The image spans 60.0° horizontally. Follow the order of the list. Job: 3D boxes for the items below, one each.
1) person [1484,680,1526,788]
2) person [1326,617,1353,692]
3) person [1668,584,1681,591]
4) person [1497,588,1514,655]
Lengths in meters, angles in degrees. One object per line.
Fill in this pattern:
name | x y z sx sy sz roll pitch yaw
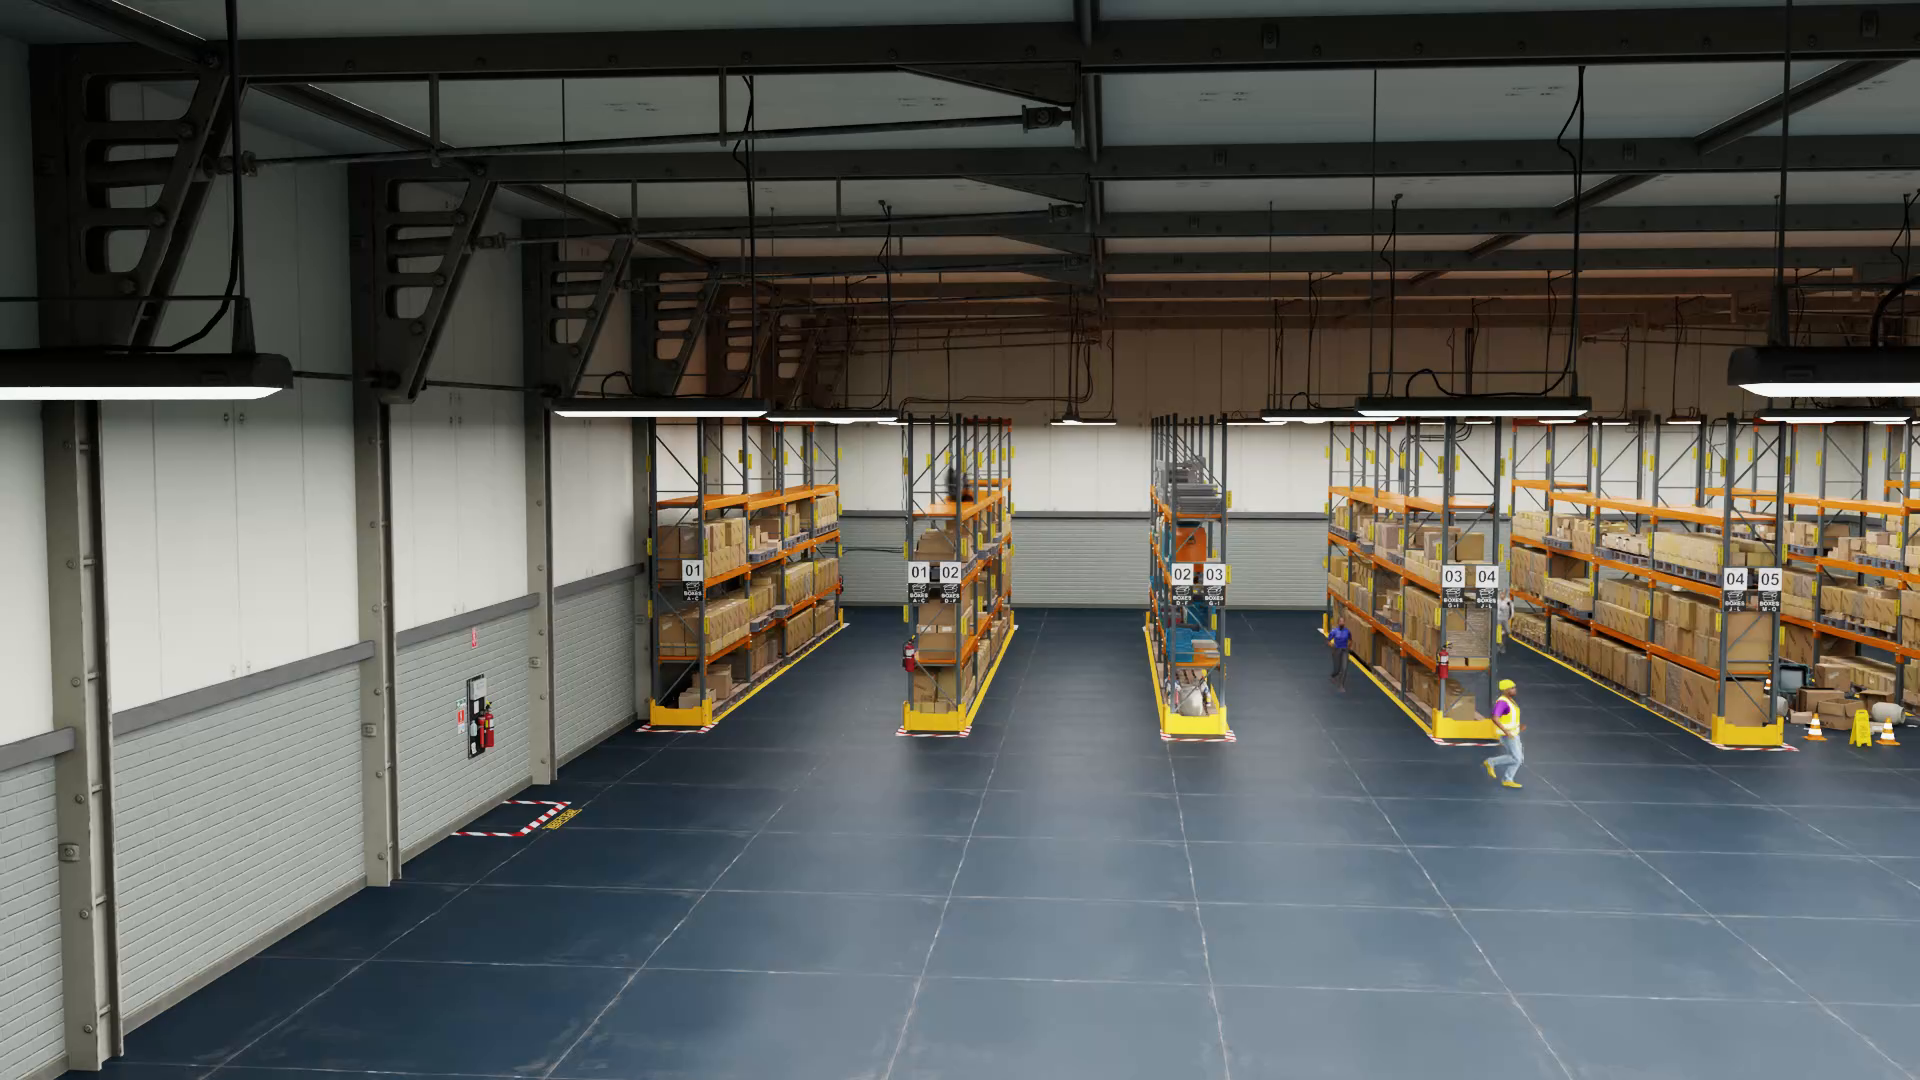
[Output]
person | 8.711 3.081 26.534 0.562 1.719 0.702 2 5 32
person | 8.280 2.474 36.197 0.589 1.618 0.727 0 4 -3
person | 20.214 1.722 47.124 0.584 1.637 0.613 1 4 15
person | 13.734 2.049 42.098 0.641 1.684 0.793 0 4 2
